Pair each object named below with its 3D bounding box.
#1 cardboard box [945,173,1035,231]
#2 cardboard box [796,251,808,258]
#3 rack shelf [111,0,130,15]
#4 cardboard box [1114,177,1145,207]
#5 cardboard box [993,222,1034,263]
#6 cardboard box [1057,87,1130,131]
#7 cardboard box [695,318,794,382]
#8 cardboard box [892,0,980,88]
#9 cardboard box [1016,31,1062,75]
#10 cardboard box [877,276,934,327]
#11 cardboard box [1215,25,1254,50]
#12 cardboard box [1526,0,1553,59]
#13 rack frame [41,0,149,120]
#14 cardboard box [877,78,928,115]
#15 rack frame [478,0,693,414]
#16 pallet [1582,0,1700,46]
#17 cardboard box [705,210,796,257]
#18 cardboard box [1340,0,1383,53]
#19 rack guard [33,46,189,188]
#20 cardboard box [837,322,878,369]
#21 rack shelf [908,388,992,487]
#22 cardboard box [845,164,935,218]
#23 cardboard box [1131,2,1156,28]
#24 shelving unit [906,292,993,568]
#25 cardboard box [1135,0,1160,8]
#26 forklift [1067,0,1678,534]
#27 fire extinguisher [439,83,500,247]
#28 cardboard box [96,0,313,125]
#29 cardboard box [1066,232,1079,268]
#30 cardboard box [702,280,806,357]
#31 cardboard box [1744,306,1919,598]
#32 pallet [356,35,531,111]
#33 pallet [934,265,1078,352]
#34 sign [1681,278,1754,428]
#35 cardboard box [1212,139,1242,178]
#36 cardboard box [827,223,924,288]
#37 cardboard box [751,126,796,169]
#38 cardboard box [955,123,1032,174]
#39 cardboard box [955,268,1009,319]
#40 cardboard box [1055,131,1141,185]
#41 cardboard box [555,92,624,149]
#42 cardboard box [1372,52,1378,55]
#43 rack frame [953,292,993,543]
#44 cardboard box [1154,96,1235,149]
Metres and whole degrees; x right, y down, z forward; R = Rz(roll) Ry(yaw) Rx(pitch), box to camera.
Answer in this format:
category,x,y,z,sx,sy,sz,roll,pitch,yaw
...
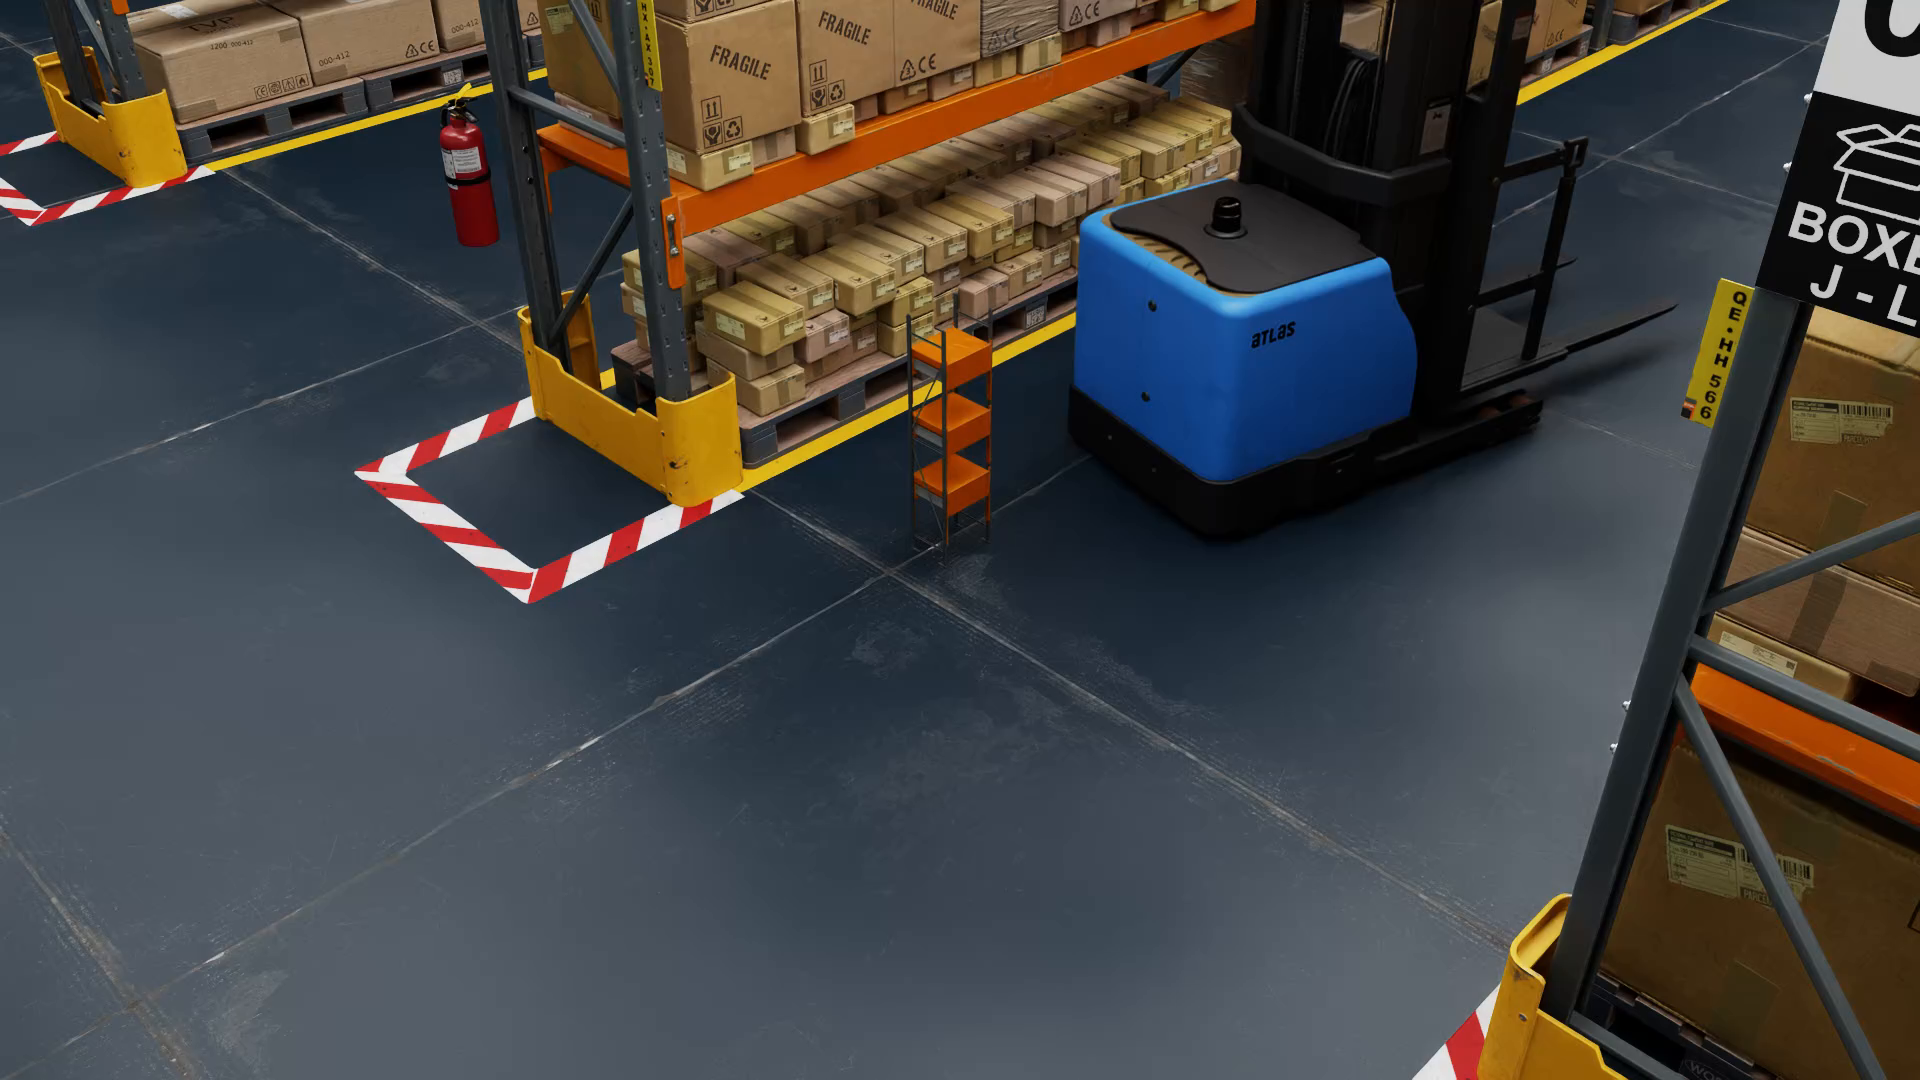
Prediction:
category,x,y,z,sx,sy,sz,roll,pitch,yaw
cardboard box,0.144,-1.629,8.069,0.380,0.149,0.250,30,45,35
cardboard box,-0.692,-1.357,7.939,0.380,0.149,0.250,29,44,35
rack shelf,-3.663,-4.095,10.628,1.077,0.370,4.000,30,45,35
cardboard box,0.729,-1.824,8.608,0.250,0.149,0.380,-29,44,-35
cardboard box,0.142,-1.520,8.173,0.250,0.149,0.380,-28,43,-34
cardboard box,0.704,-2.350,9.103,0.250,0.149,0.380,-28,43,-34
cardboard box,-0.937,-0.858,7.223,0.250,0.149,0.380,-28,44,-34
cardboard box,-0.263,-2.279,7.048,0.500,0.500,0.500,-29,44,-35
cardboard box,0.244,-2.271,7.603,0.250,0.149,0.380,-29,44,-35
cardboard box,-0.337,-1.142,7.630,0.250,0.149,0.380,-28,44,-34
cardboard box,1.675,-3.107,9.745,0.500,0.250,0.500,28,44,34
cardboard box,3.502,-3.437,10.874,0.500,0.500,0.500,-28,44,-34
rack frame,-5.072,-3.578,9.258,1.000,3.000,0.127,30,45,35
cardboard box,-0.356,-1.989,7.199,0.380,0.149,0.250,29,44,35
rack frame,-1.488,-1.624,6.456,1.000,3.000,0.127,30,45,35
pallet,4.757,-4.017,12.326,1.003,0.211,1.213,30,45,35
cardboard box,-0.985,-1.423,7.773,0.380,0.149,0.250,29,44,34
cardboard box,2.038,-2.896,9.442,0.500,0.250,0.500,27,43,33
rack guard,-5.089,-2.543,9.959,1.175,0.500,0.348,30,45,35
cardboard box,-0.596,-0.953,7.620,0.250,0.149,0.380,-29,44,-35
rack shelf,-0.038,-0.400,6.425,0.215,0.259,0.240,30,45,35
cardboard box,-0.343,-1.696,8.165,0.380,0.149,0.250,28,44,34
cardboard box,0.730,-2.624,8.111,0.380,0.149,0.250,28,44,34
shelving unit,-0.038,-0.409,6.419,0.215,1.050,0.252,30,45,35
cardboard box,0.823,-2.890,7.925,0.500,0.500,0.500,28,44,34
forklift,1.994,-1.858,6.853,3.031,2.935,1.130,-20,39,-26
fire extinguisher,-1.993,-1.523,6.705,0.296,0.674,0.183,30,45,35
cardboard box,-4.678,-3.008,10.313,0.875,0.438,0.875,28,44,34
cardboard box,0.566,-1.534,8.452,0.380,0.149,0.250,29,44,35
cardboard box,-0.878,-0.947,7.090,0.380,0.149,0.250,27,43,33
cardboard box,2.117,-0.256,3.710,0.500,0.500,0.500,-29,44,-35
pallet,-3.705,-3.283,11.273,1.003,0.211,1.213,30,45,35
pallet,0.022,-1.319,8.457,1.003,0.211,1.213,30,45,35
sign,1.585,-0.380,3.454,0.100,0.325,0.005,30,45,35
cardboard box,1.334,-2.117,9.028,0.250,0.149,0.380,-29,44,-35
cardboard box,-0.385,-1.292,7.585,0.380,0.149,0.250,27,43,33
cardboard box,-0.877,-1.640,6.699,0.250,0.149,0.380,-28,44,-34
cardboard box,0.156,-2.042,8.661,0.250,0.149,0.380,-29,44,-35
cardboard box,0.012,-1.221,8.004,0.380,0.149,0.250,27,43,33
cardboard box,0.704,-1.948,8.526,0.250,0.149,0.380,-28,44,-34
cardboard box,-1.459,-1.767,6.881,0.380,0.149,0.250,30,45,35
cardboard box,2.039,-2.588,9.656,0.500,0.500,0.500,-28,44,-34
rack frame,0.048,-0.458,6.490,0.200,1.050,0.008,30,45,35
cardboard box,1.264,-2.245,8.952,0.250,0.149,0.380,-29,44,-34
